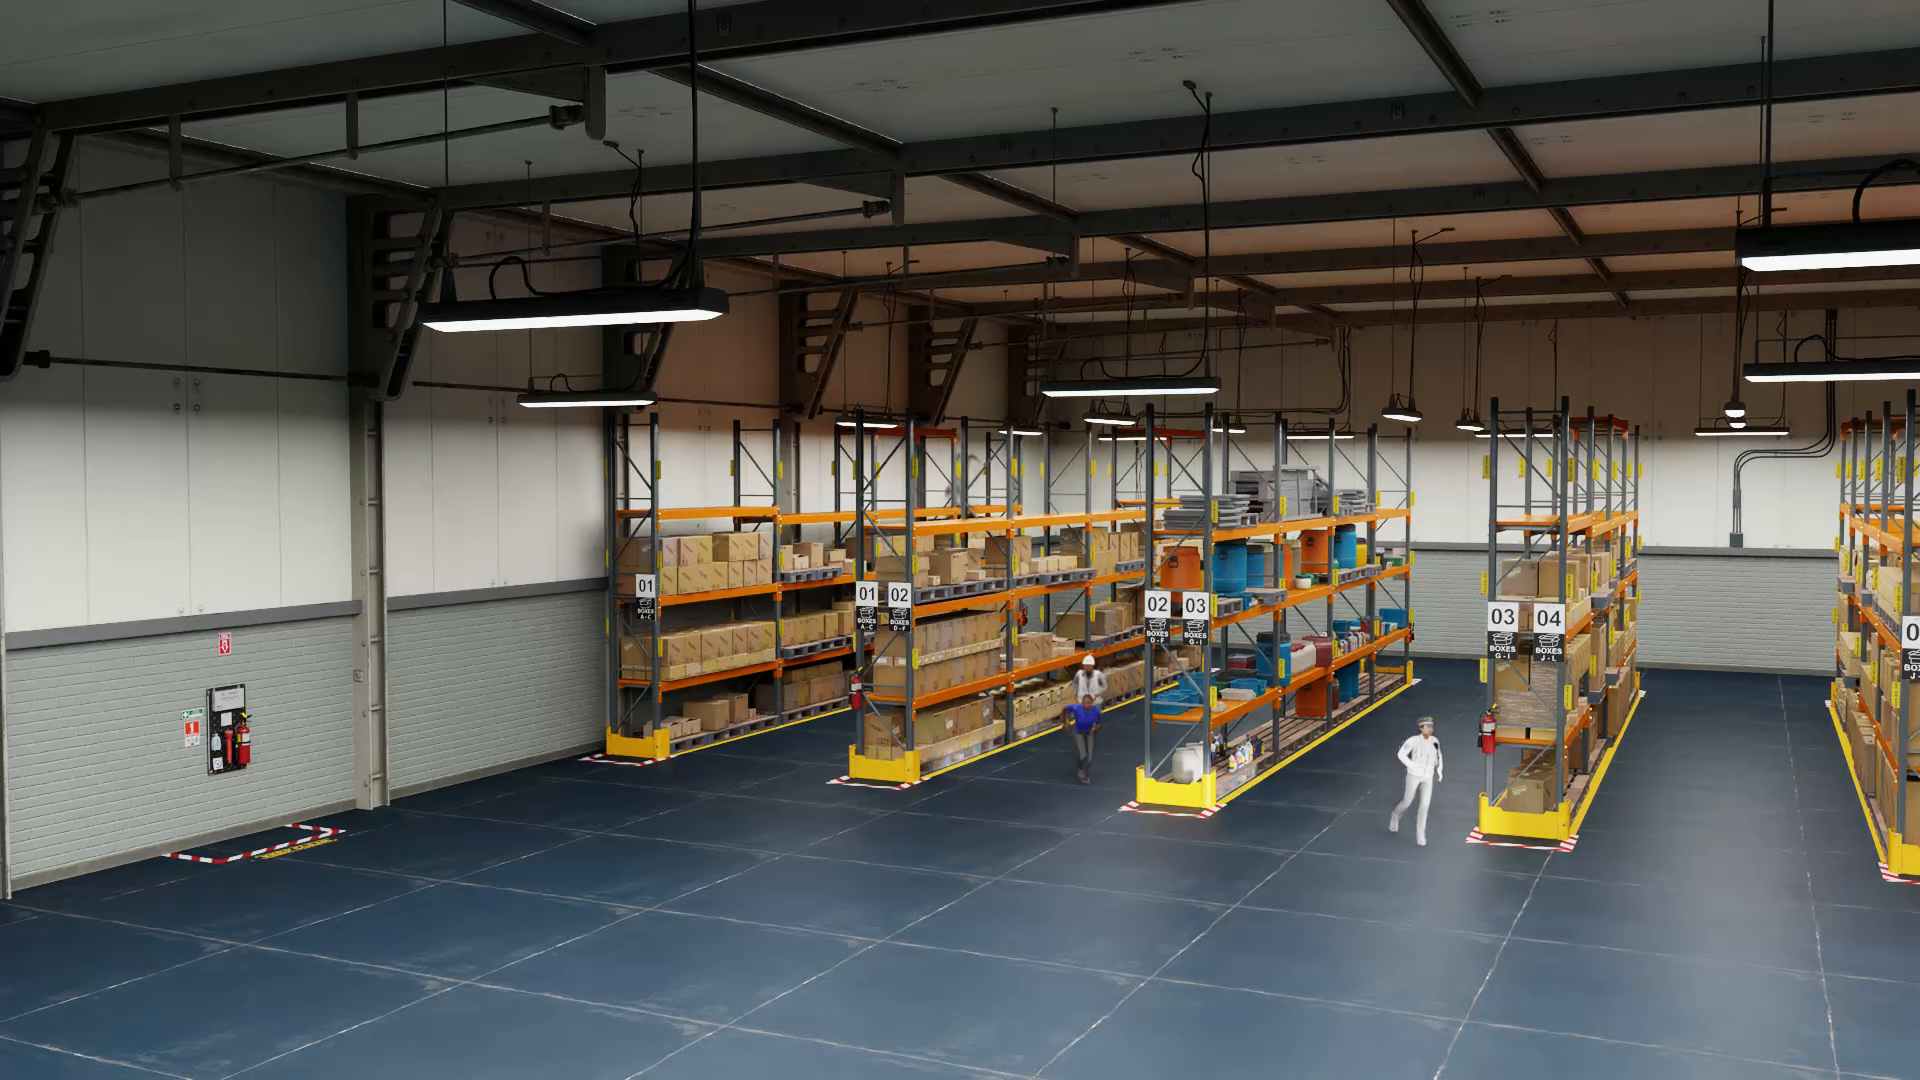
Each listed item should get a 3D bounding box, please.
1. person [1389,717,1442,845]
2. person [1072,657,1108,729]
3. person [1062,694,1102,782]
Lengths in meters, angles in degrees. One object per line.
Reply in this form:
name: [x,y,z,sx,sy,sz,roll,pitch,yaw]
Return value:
person: [6.256,3.211,22.501,0.676,1.663,0.922,0,2,-6]
person: [2.325,2.917,29.792,0.651,1.709,0.772,0,2,9]
person: [1.934,3.196,26.402,0.603,1.390,0.856,0,2,-5]
